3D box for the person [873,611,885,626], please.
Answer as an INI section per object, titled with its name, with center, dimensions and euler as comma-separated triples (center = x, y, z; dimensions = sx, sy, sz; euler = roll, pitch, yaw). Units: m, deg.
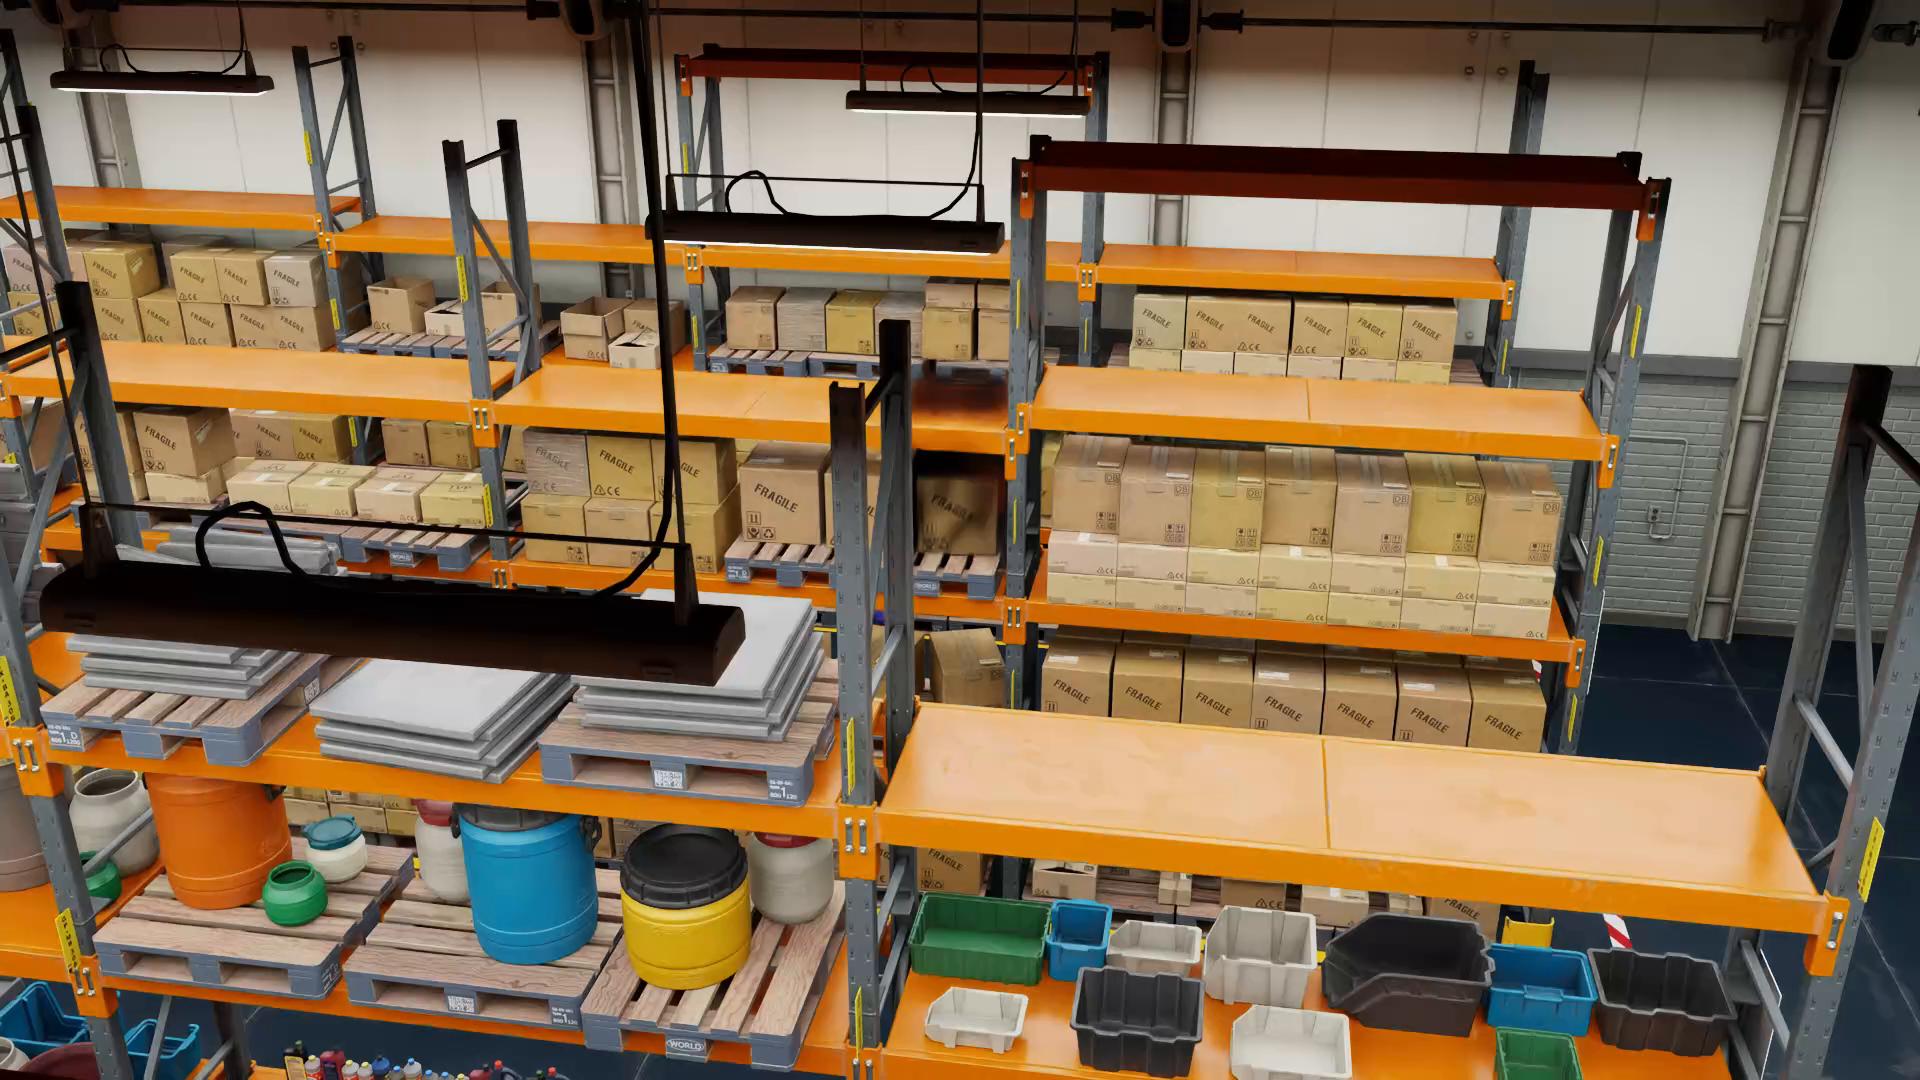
[person]
center = -0.665, 1.099, 15.384
dimensions = 0.504, 1.565, 0.331
euler = 13, 26, 28
